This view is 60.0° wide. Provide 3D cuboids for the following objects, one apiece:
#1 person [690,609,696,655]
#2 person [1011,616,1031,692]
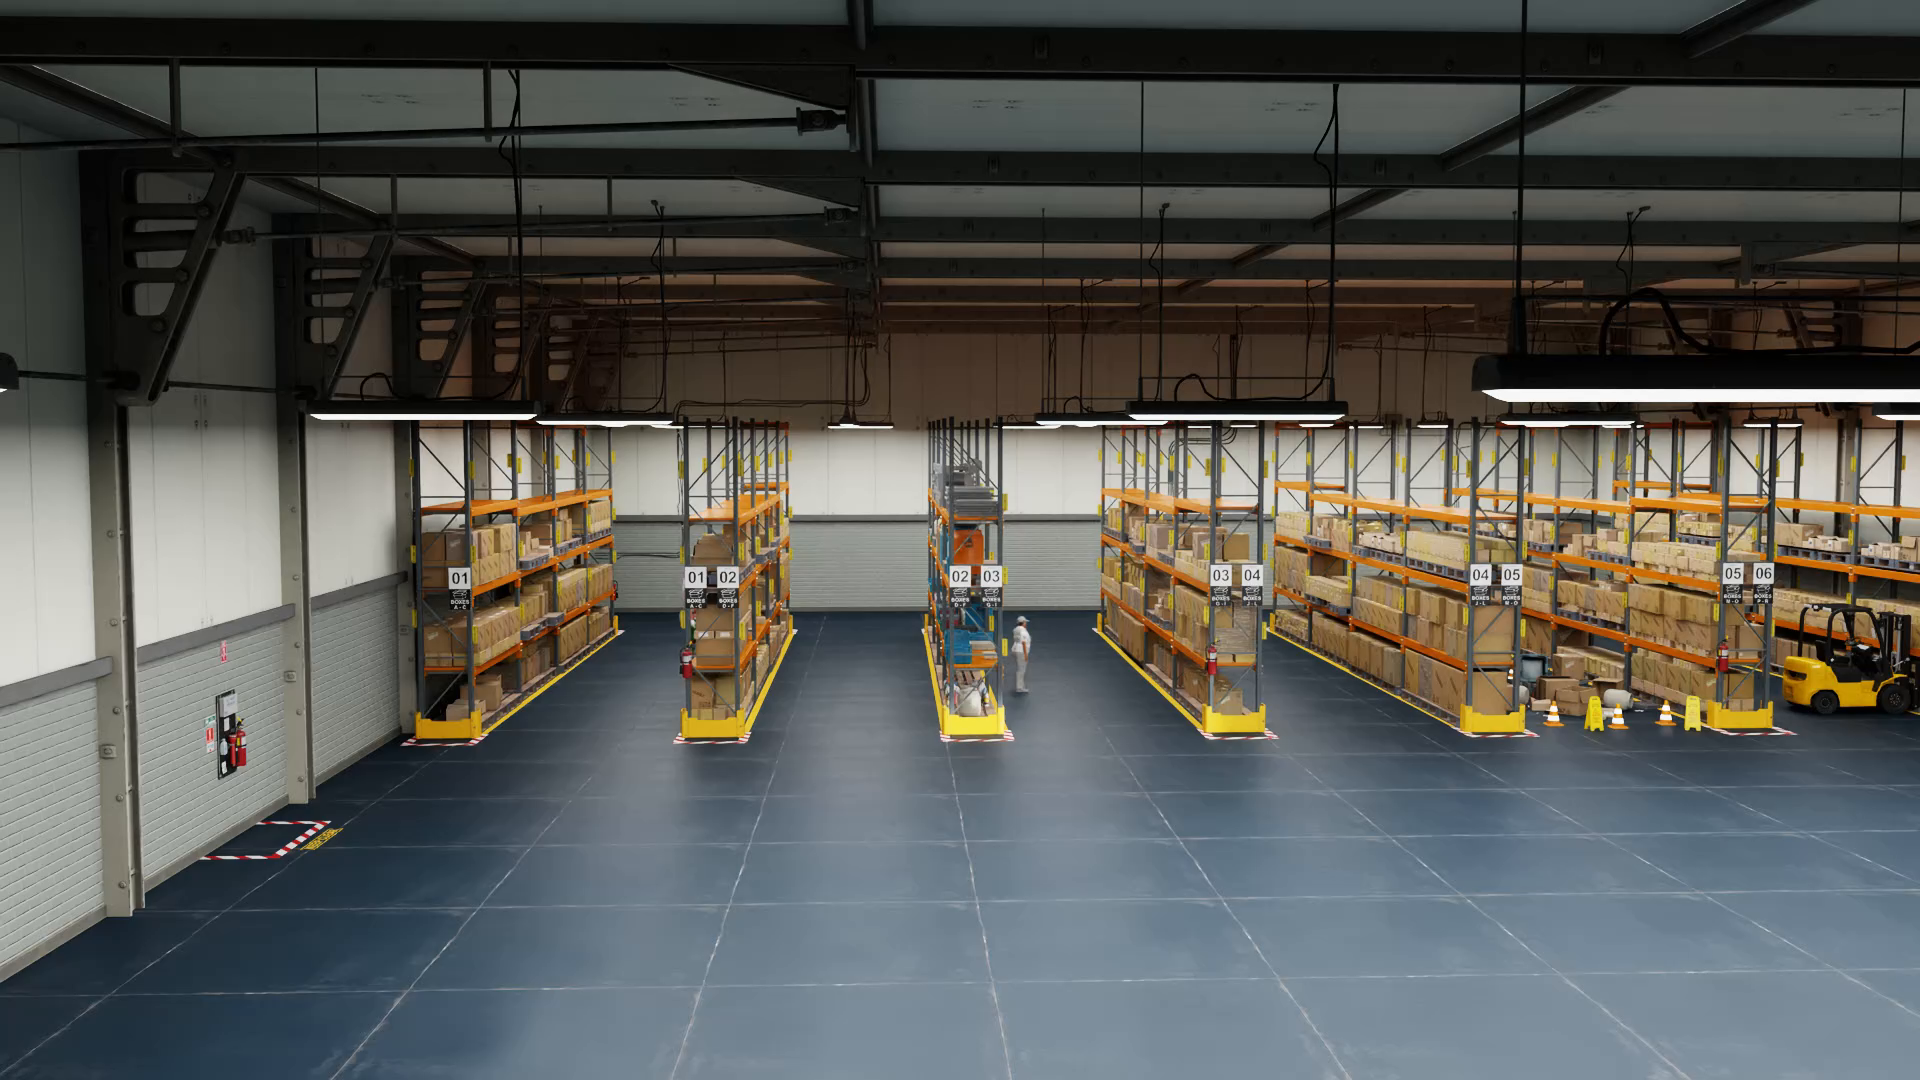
[{"bbox_3d":[-6.631,2.106,42.510,0.672,1.846,0.608,-2,4,-27],"label":"person"},{"bbox_3d":[1.387,2.524,36.618,0.475,1.696,0.540,-1,4,-18],"label":"person"}]
